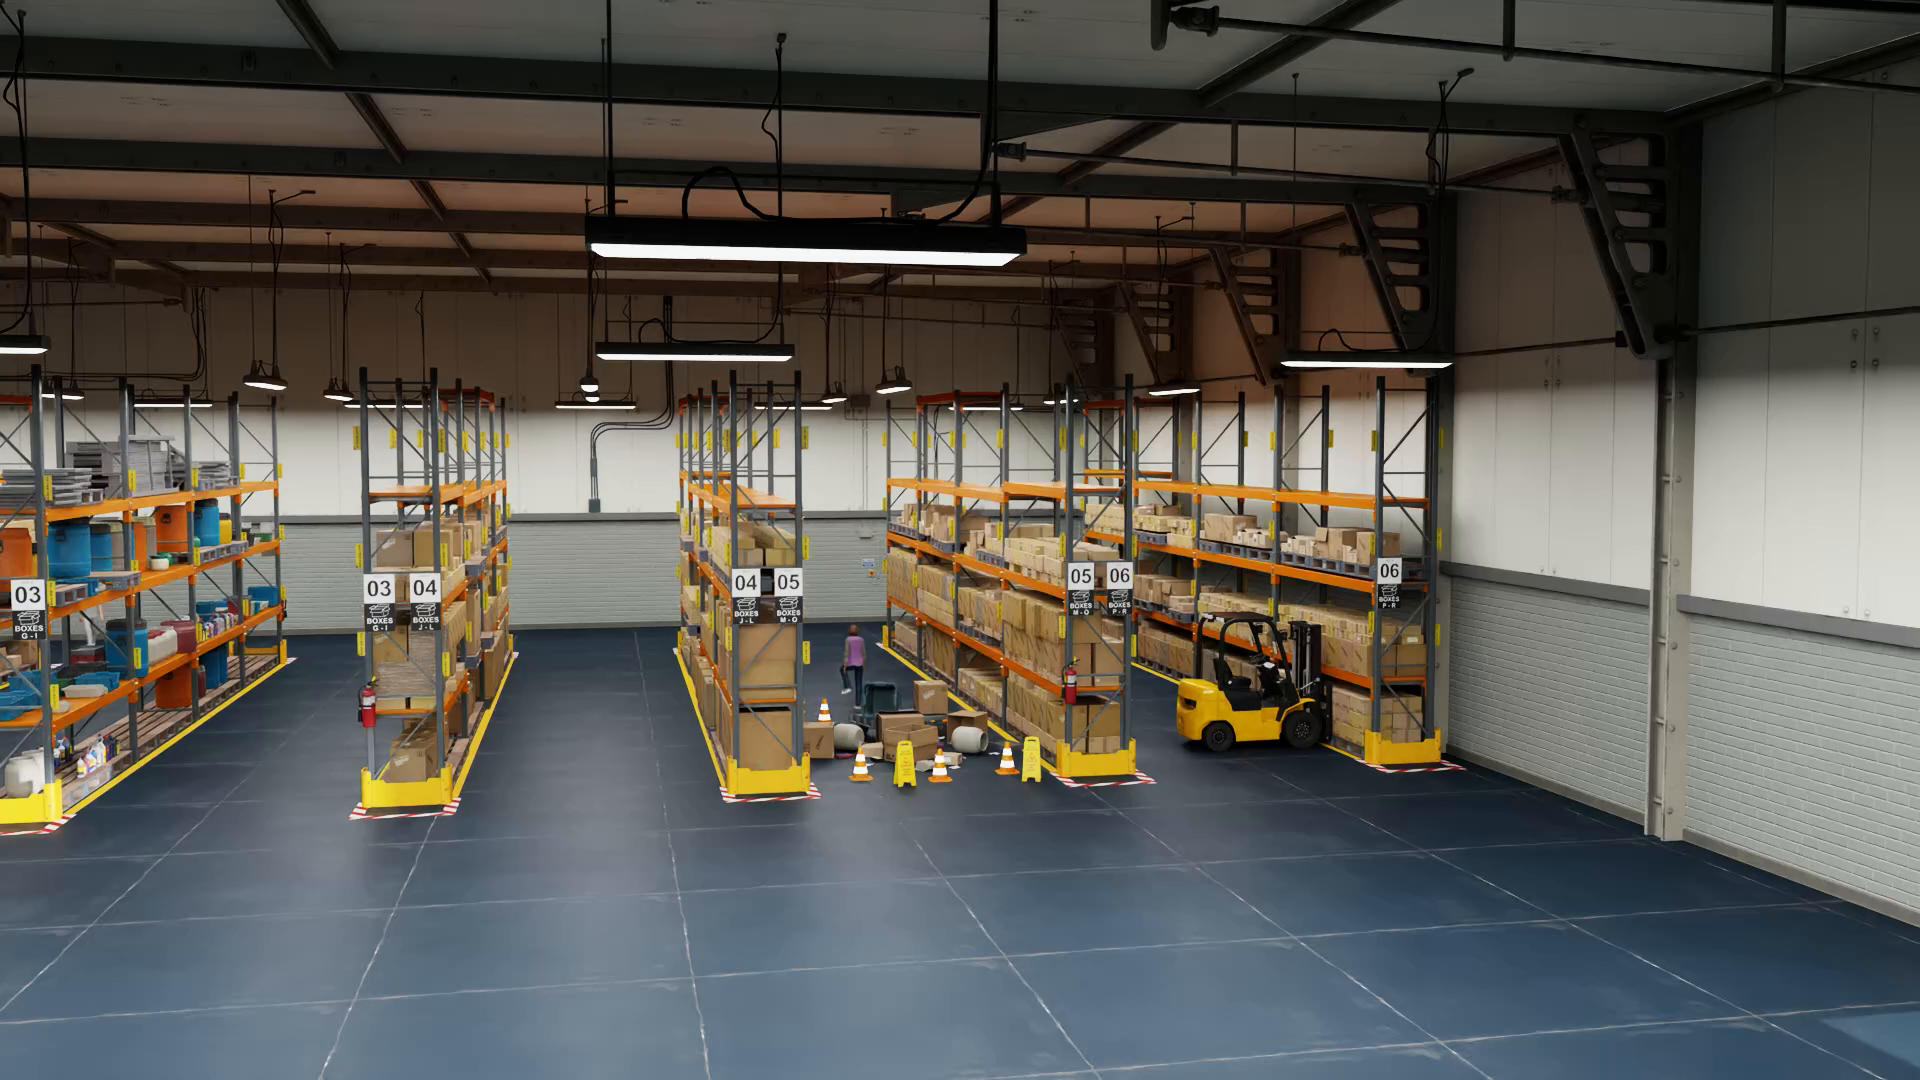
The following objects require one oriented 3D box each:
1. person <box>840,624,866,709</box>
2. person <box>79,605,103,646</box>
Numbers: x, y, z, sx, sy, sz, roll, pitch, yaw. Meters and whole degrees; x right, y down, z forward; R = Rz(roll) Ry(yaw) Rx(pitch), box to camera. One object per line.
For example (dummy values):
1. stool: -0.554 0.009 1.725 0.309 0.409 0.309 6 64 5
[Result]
1. person: -1.975 2.350 31.046 0.456 1.563 0.734 -1 4 -18
2. person: -20.746 1.818 39.669 0.487 1.611 1.099 -3 4 -36
